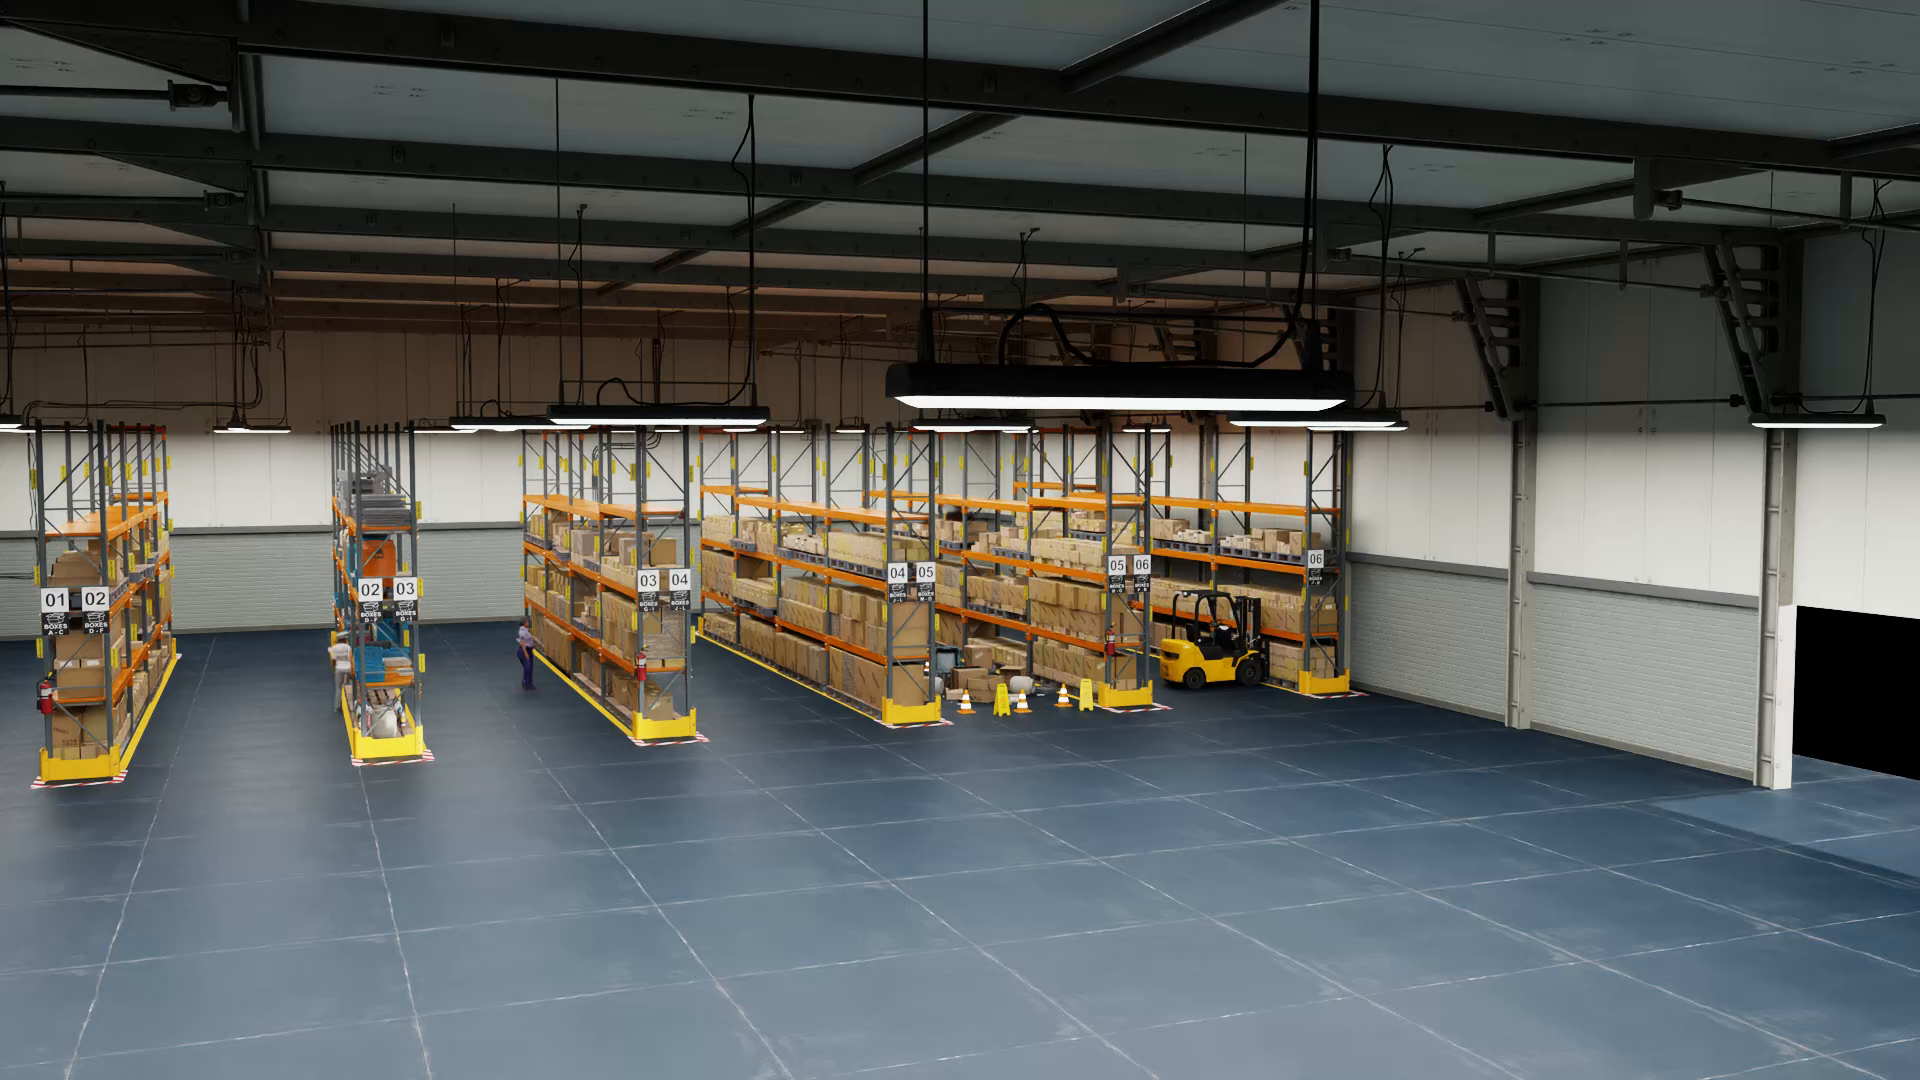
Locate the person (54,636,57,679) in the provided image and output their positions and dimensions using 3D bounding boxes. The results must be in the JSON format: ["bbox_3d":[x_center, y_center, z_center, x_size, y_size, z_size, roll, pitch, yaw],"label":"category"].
[{"bbox_3d":[-20.946,2.396,38.884,0.449,1.779,0.623,-2,4,-31],"label":"person"}]

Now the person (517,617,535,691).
[{"bbox_3d":[-9.747,2.605,37.581,0.489,1.679,0.491,1,4,8],"label":"person"}]

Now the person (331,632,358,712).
[{"bbox_3d":[-12.774,2.729,34.573,0.539,1.655,0.538,-1,4,-19],"label":"person"}]
